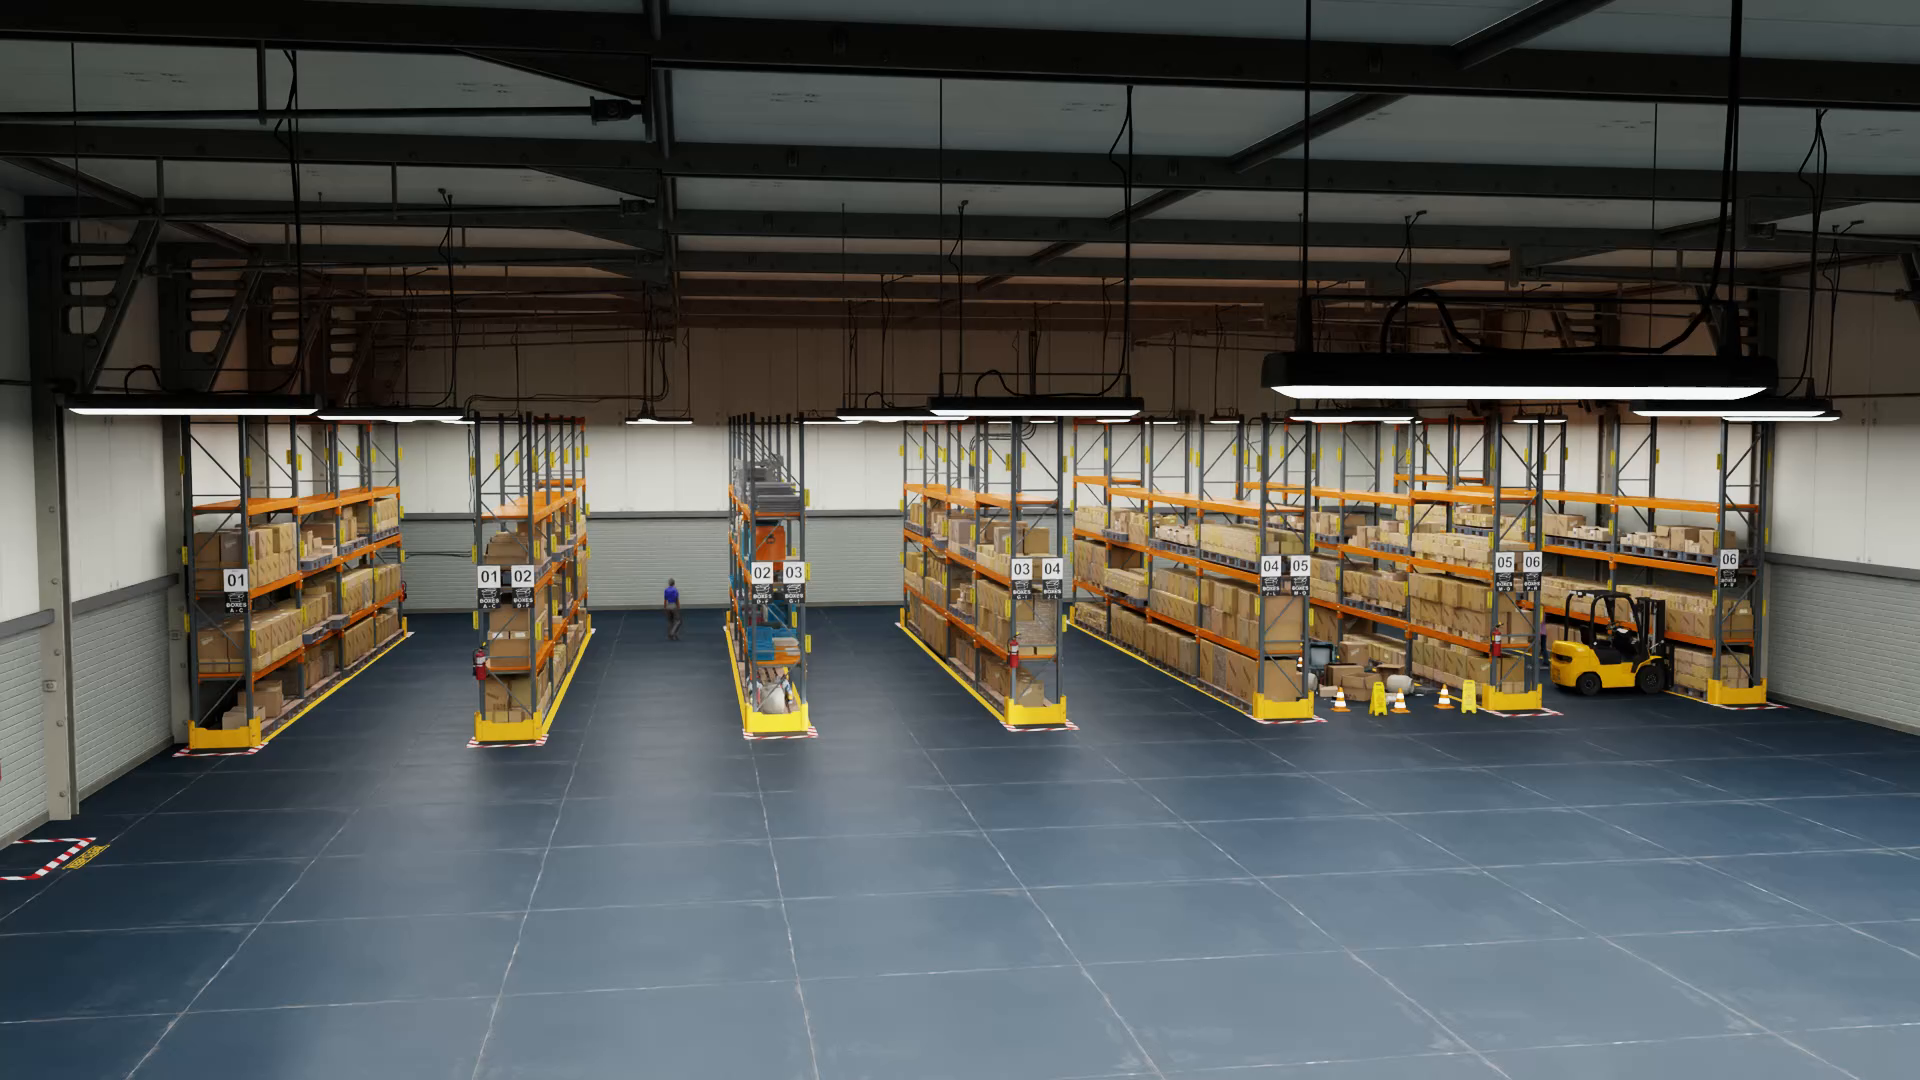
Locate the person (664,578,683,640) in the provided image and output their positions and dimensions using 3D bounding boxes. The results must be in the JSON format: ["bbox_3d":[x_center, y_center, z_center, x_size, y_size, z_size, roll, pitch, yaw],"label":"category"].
[{"bbox_3d":[-7.746,1.862,44.674,0.502,1.658,0.461,2,4,26],"label":"person"}]

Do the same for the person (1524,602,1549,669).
[{"bbox_3d":[13.718,2.276,39.302,0.409,1.611,0.627,-2,4,-24],"label":"person"}]
